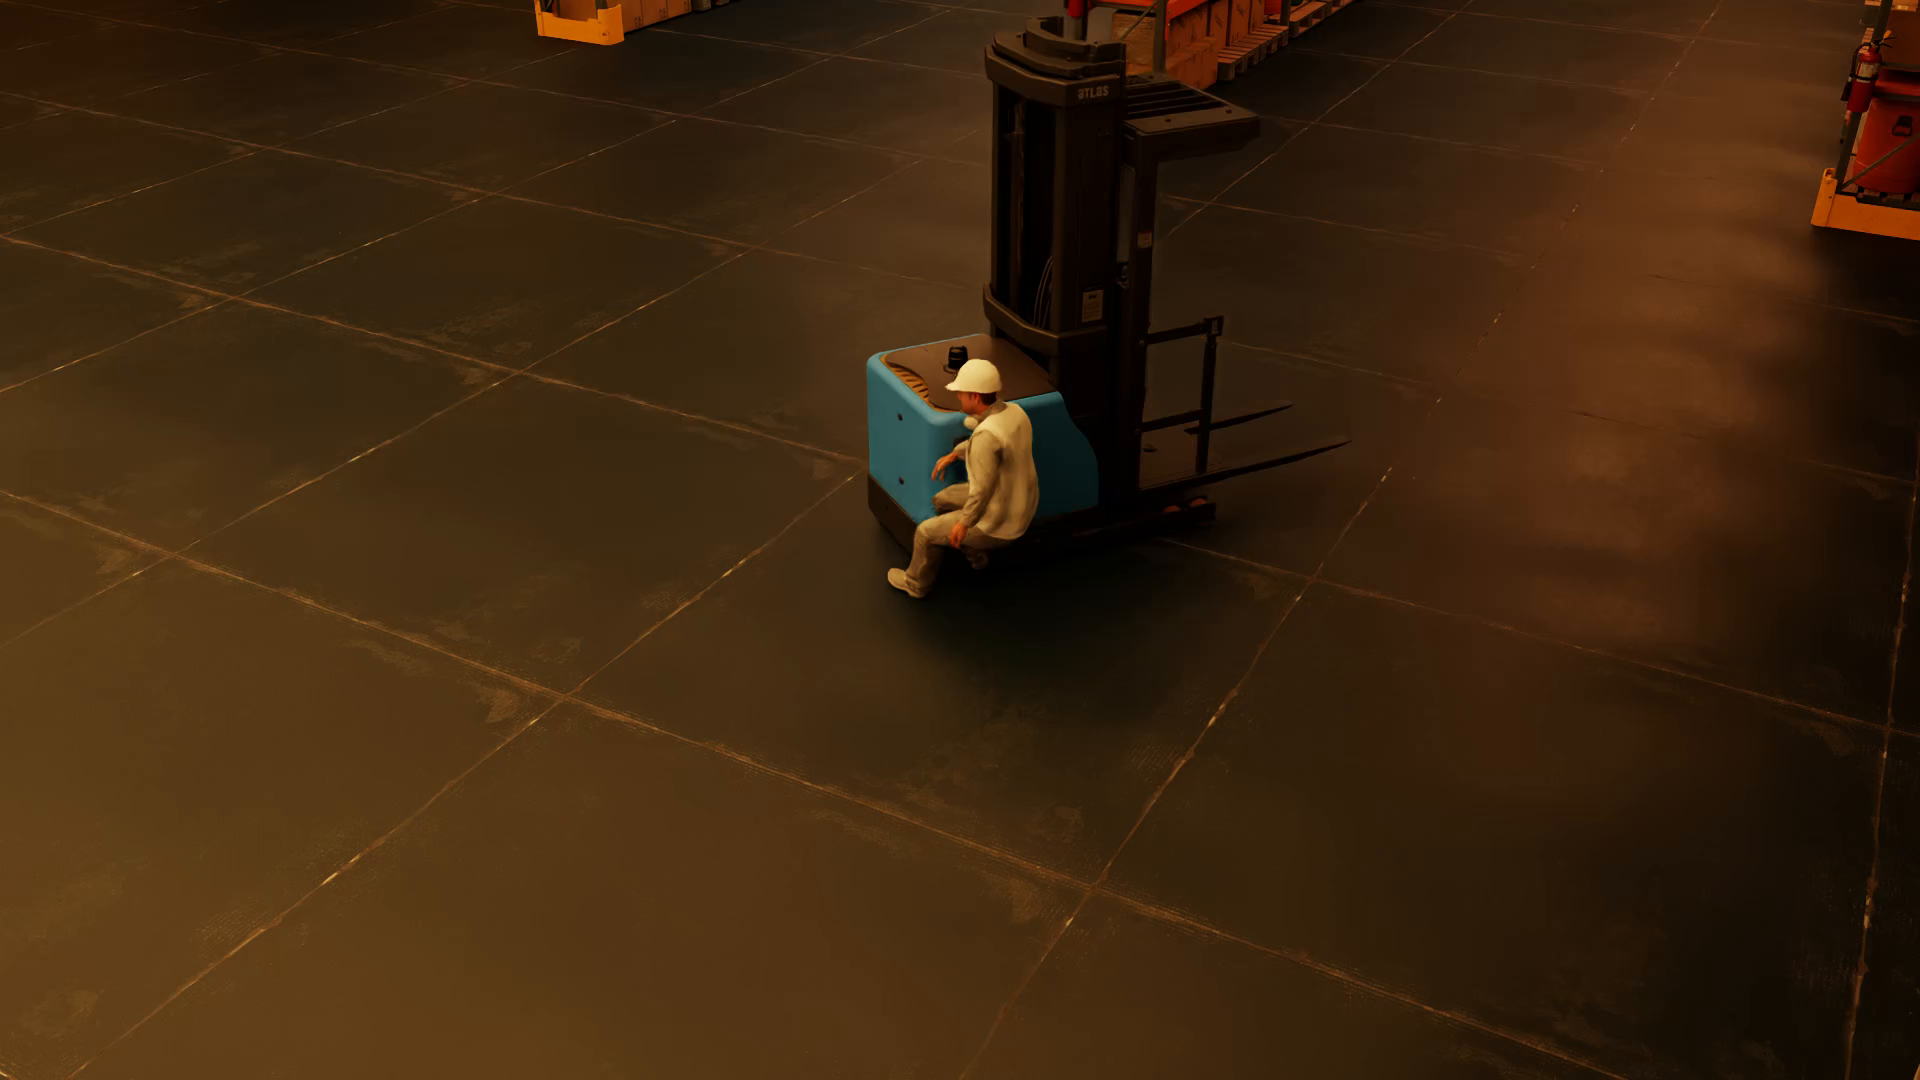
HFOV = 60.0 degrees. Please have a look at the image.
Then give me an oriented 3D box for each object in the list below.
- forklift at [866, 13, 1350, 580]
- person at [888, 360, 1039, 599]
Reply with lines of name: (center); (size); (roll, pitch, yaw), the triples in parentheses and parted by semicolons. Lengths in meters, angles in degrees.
forklift: (0.994, -1.534, 9.729); (3.031, 2.935, 1.130); (-14, 33, -22)
person: (-0.024, -0.289, 9.001); (0.921, 1.508, 0.787); (11, 32, 18)
